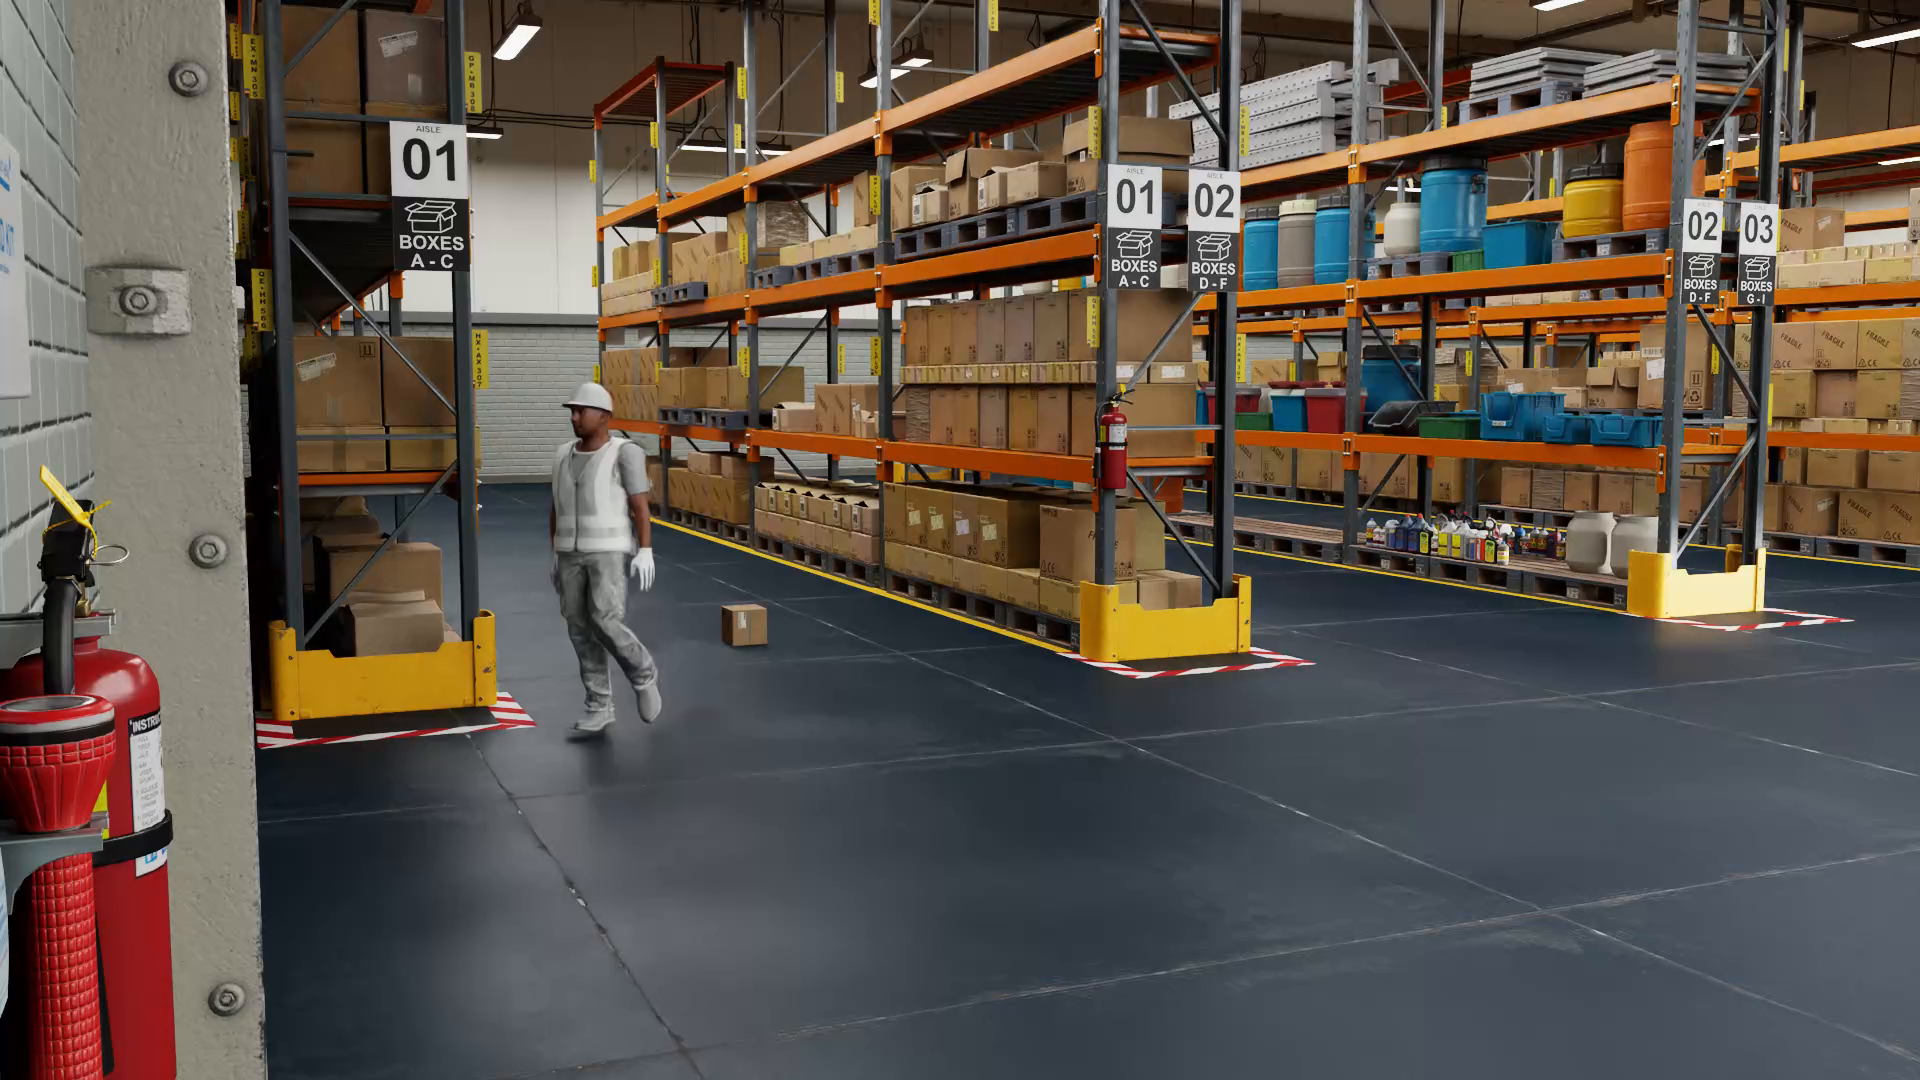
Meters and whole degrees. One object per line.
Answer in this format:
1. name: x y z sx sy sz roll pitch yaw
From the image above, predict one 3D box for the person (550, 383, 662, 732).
1. person: -1.861 0.084 8.510 0.610 1.771 0.483 2 6 22
